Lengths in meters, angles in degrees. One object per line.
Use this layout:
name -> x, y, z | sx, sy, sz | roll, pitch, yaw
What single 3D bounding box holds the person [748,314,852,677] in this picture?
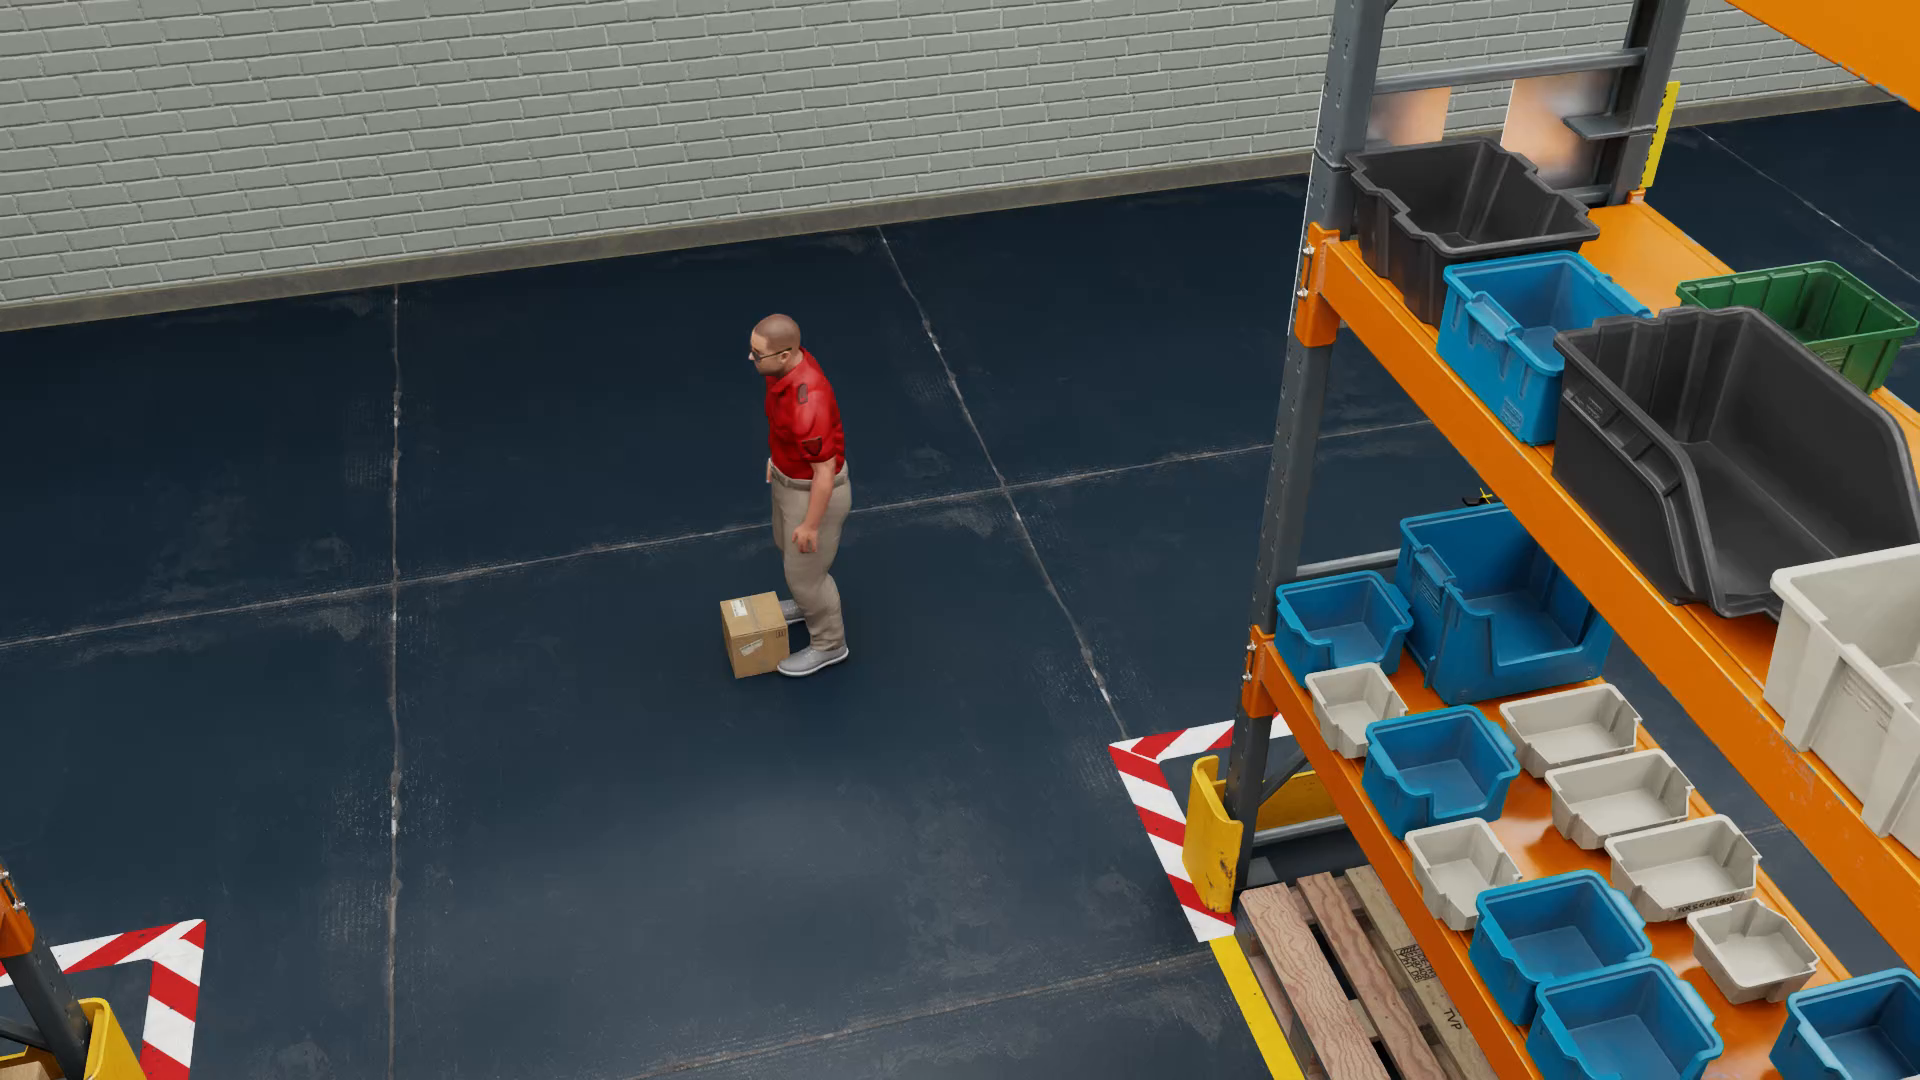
person -> -0.665, -0.207, 6.990 | 0.384, 1.728, 0.602 | -11, 39, -14
